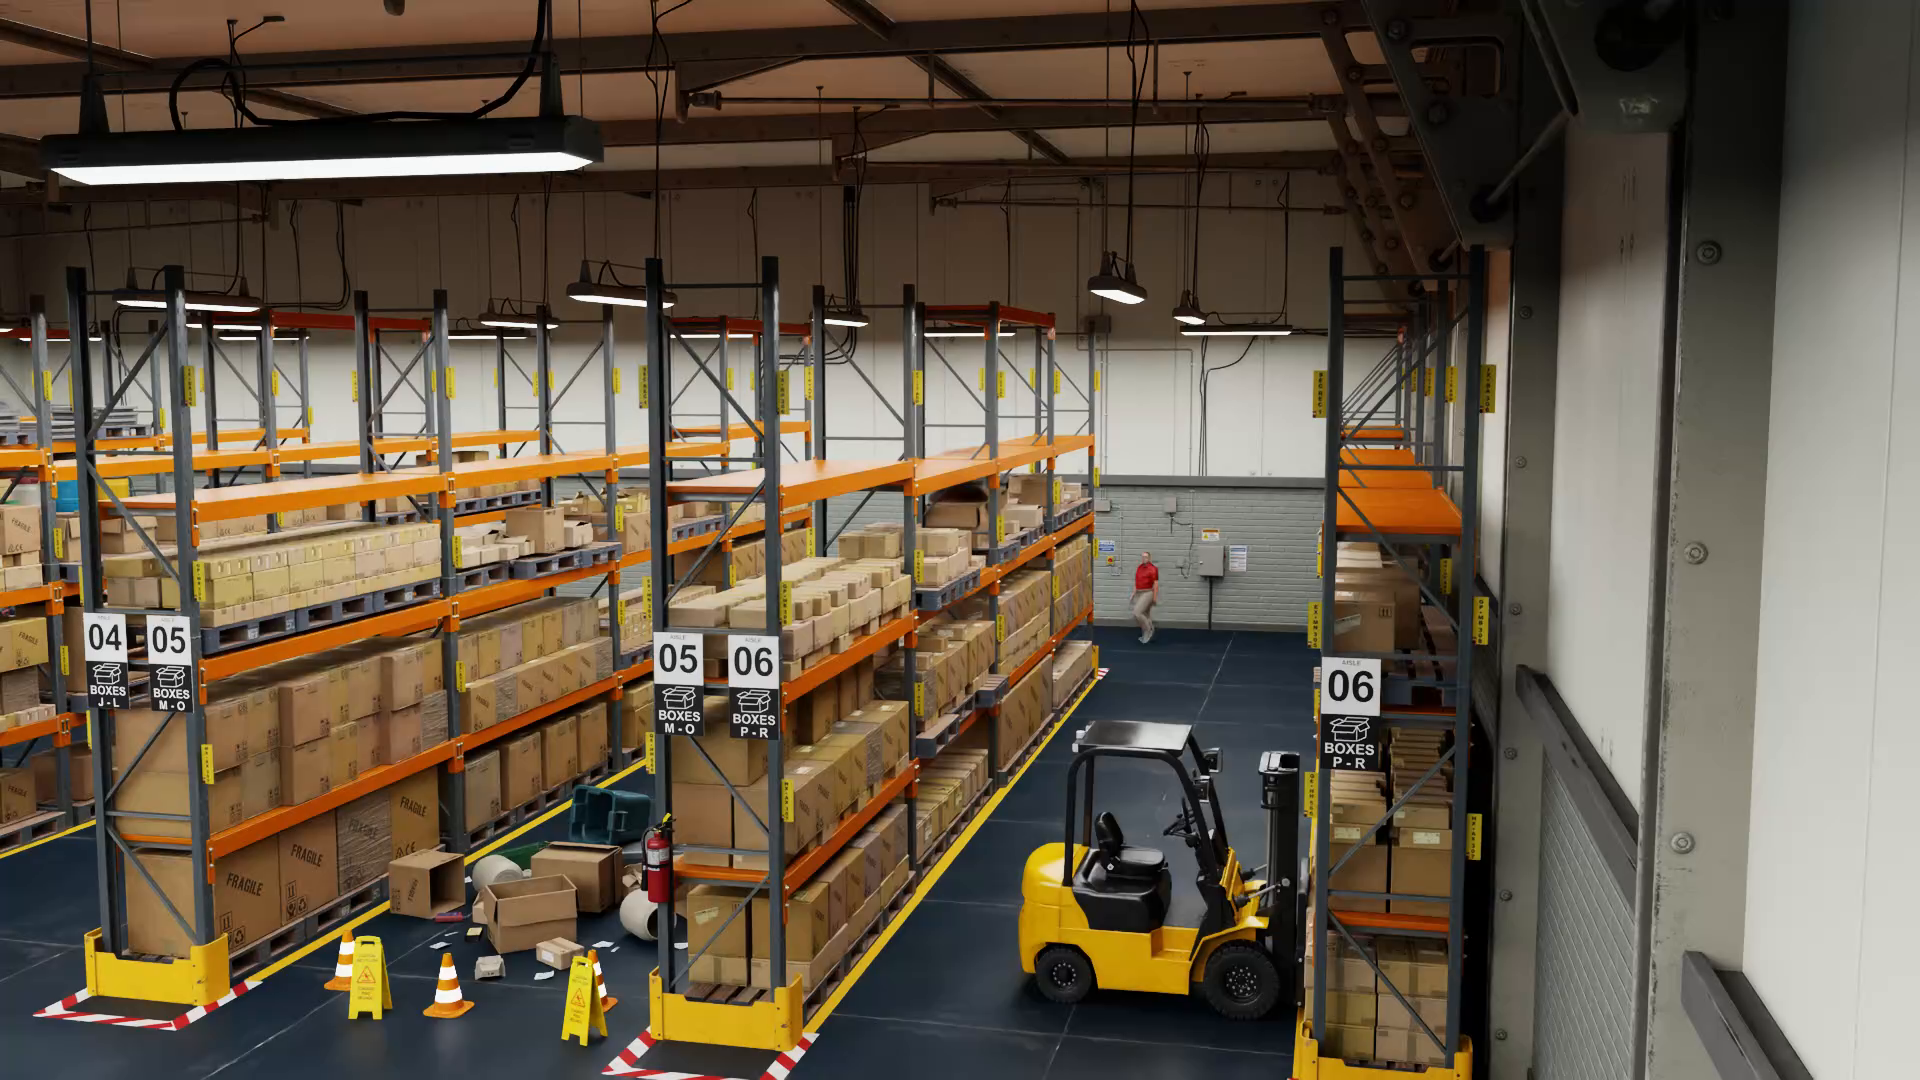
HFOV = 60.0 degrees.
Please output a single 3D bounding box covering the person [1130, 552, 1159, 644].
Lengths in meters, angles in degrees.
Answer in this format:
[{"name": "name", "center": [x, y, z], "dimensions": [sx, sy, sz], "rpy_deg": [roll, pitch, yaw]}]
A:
[{"name": "person", "center": [3.510, 1.097, 31.759], "dimensions": [0.504, 1.759, 0.520], "rpy_deg": [-1, 6, -10]}]
